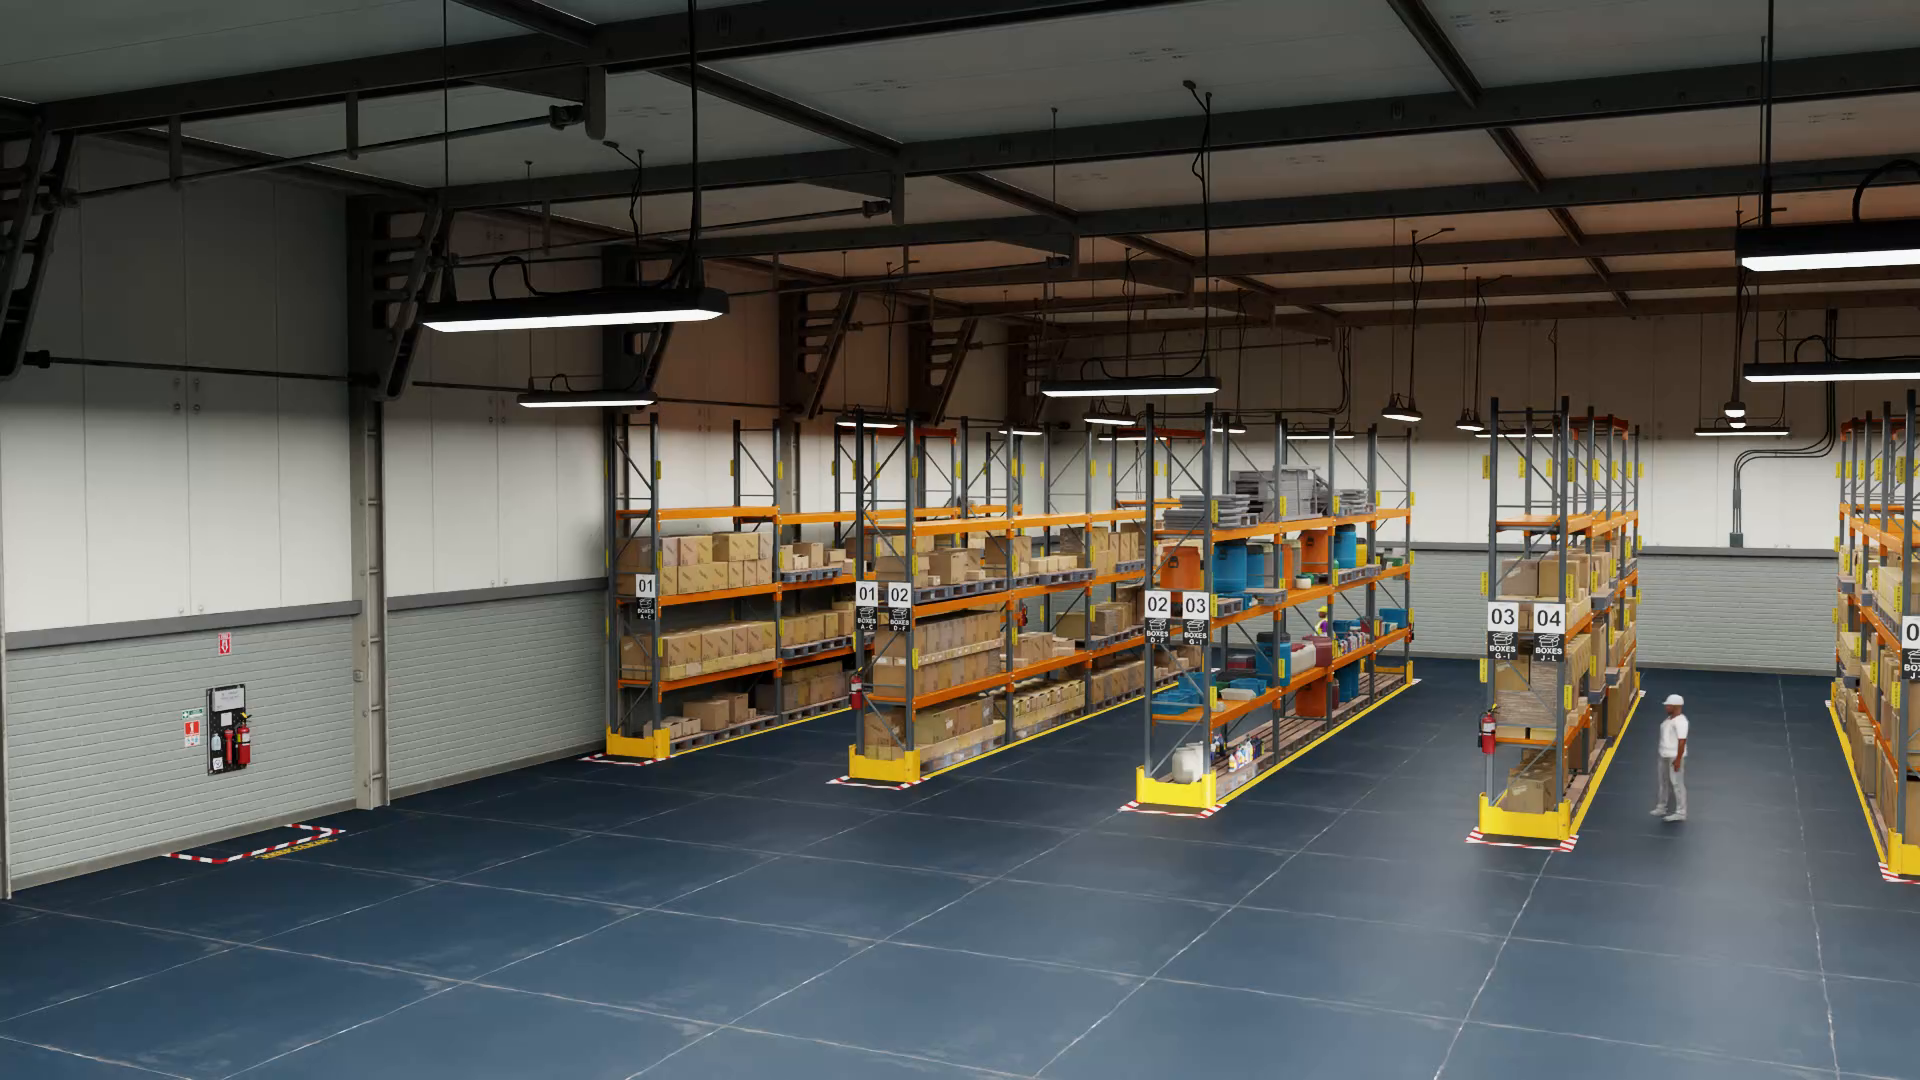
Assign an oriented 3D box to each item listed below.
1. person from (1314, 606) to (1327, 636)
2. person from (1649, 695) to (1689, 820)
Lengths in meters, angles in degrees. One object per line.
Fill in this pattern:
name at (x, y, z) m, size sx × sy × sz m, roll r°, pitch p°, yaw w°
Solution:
person at (8.579, 2.456, 39.557) m, size 0.481 × 1.765 × 0.600 m, roll 1°, pitch 3°, yaw 20°
person at (10.214, 3.106, 23.920) m, size 0.482 × 1.764 × 0.629 m, roll 0°, pitch 2°, yaw -11°
